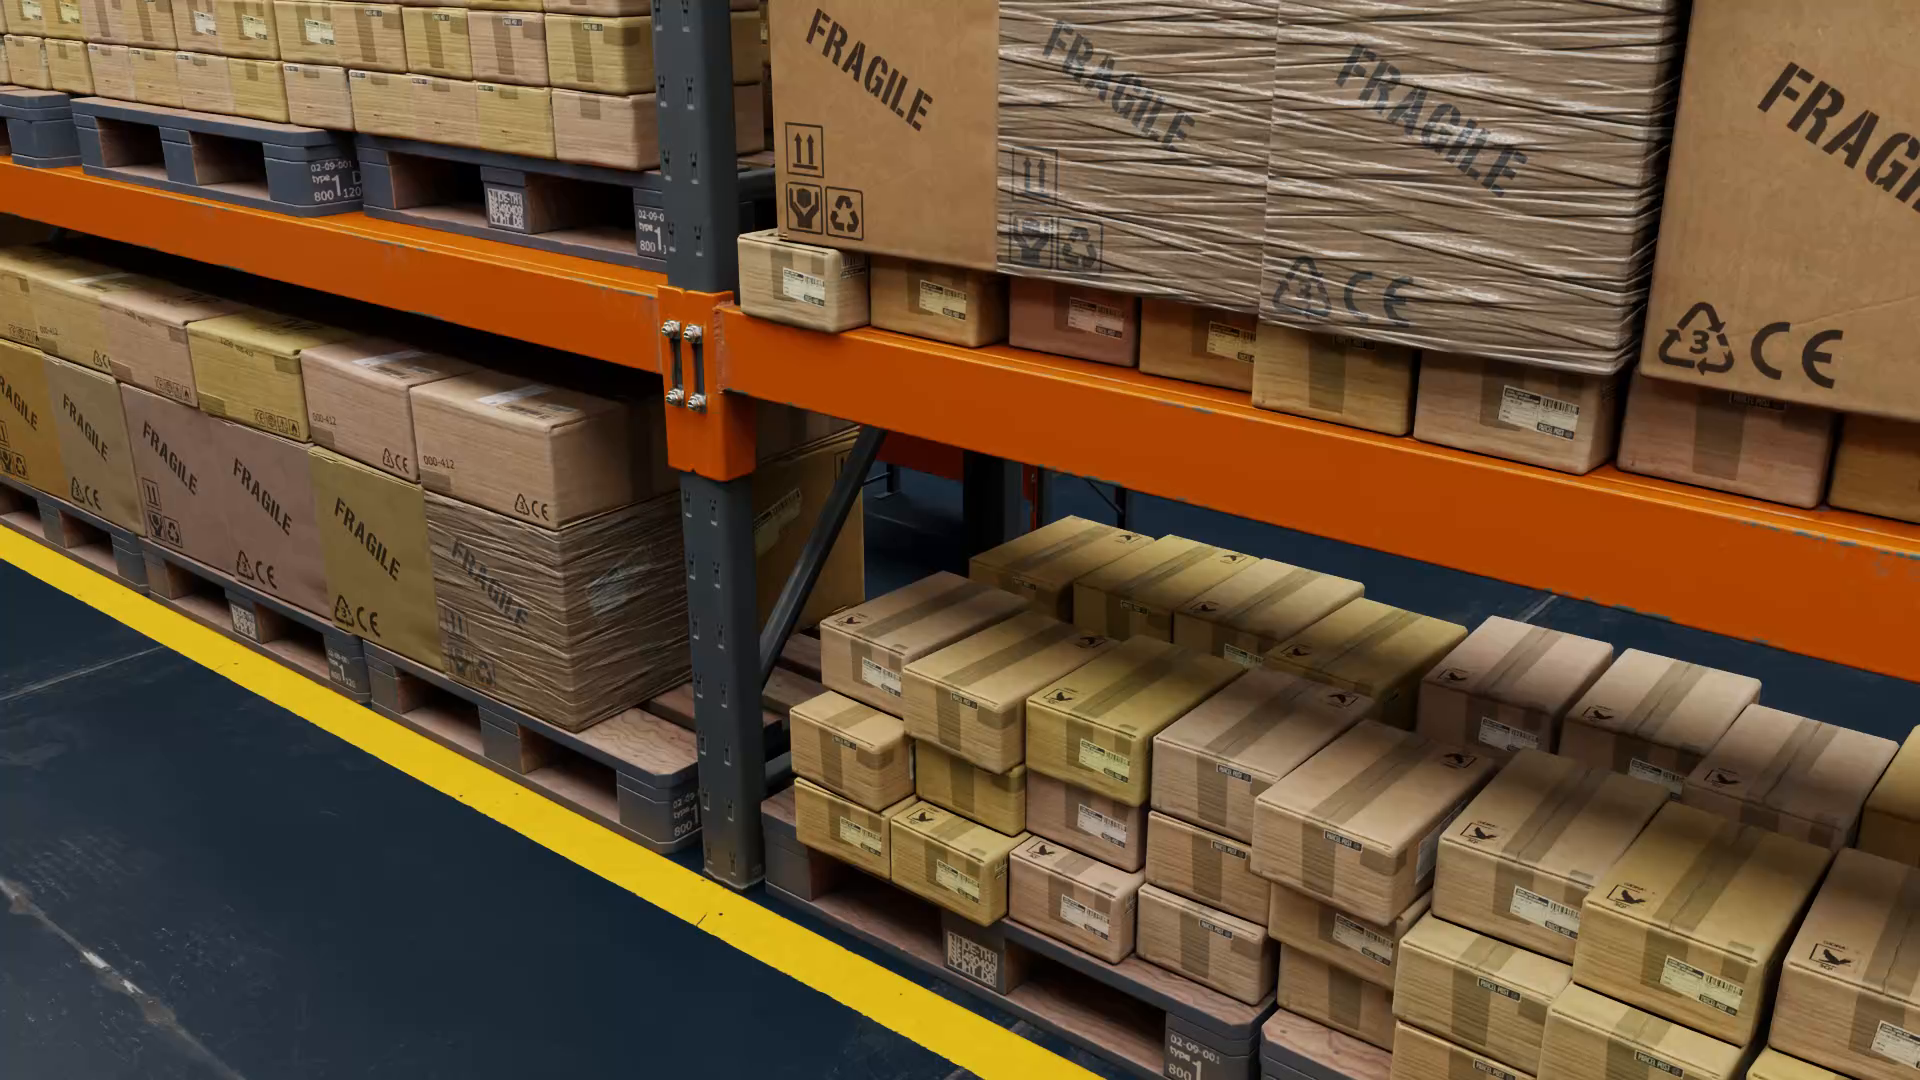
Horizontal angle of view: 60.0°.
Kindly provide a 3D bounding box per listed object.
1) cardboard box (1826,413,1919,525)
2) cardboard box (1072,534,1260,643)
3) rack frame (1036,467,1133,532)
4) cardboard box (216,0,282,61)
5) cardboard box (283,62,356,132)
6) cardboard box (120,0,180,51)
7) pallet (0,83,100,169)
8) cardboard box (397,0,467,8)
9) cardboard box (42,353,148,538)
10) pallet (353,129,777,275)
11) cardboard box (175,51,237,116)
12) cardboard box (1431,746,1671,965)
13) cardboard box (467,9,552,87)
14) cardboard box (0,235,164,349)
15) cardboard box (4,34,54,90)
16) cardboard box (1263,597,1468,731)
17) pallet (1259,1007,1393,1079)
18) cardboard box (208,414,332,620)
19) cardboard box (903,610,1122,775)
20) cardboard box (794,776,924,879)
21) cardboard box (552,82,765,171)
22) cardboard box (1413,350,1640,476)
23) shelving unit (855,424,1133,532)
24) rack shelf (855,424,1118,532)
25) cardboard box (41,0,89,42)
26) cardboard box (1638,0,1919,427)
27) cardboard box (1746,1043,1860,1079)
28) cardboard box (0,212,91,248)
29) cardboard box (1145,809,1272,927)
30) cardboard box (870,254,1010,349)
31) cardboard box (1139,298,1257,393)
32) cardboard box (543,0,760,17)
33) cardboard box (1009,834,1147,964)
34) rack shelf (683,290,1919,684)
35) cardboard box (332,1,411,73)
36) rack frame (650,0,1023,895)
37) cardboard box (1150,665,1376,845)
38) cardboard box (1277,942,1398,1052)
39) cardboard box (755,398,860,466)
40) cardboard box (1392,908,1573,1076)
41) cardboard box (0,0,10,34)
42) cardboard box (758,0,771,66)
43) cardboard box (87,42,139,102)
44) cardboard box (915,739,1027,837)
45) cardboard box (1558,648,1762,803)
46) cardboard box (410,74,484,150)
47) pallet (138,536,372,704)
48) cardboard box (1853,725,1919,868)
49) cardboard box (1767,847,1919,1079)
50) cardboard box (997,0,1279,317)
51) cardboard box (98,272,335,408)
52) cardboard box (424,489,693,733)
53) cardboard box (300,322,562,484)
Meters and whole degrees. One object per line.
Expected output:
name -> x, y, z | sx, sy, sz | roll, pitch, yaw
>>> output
cardboard box -> 1.304, -0.133, 2.125 | 0.250, 0.149, 0.380 | 17, 26, 37
cardboard box -> 0.458, 0.133, 3.668 | 0.250, 0.149, 0.380 | 16, 26, 37
rack frame -> 0.399, -0.411, 5.165 | 0.032, 1.125, 0.500 | 16, 26, 36
cardboard box -> -1.662, -1.327, 4.275 | 0.250, 0.149, 0.380 | 16, 26, 37
cardboard box -> -1.445, -1.125, 4.161 | 0.250, 0.149, 0.380 | 15, 25, 34
cardboard box -> -2.058, -1.442, 4.580 | 0.250, 0.149, 0.380 | 16, 26, 36
pallet -> -2.685, -1.454, 5.544 | 1.003, 0.211, 1.213 | 16, 26, 36
cardboard box -> -1.048, -1.292, 3.762 | 0.250, 0.149, 0.380 | 15, 25, 35
cardboard box -> -2.526, -0.361, 5.323 | 0.500, 0.500, 0.500 | 16, 26, 37
pallet -> -0.706, -0.901, 4.079 | 1.213, 0.211, 1.003 | 16, 26, 36
cardboard box -> -1.856, -1.244, 4.476 | 0.250, 0.149, 0.380 | 15, 25, 35
cardboard box -> 0.959, 0.502, 2.689 | 0.250, 0.149, 0.380 | 15, 25, 34
cardboard box -> -0.844, -1.092, 3.653 | 0.250, 0.149, 0.380 | 16, 26, 37
cardboard box -> -2.923, -0.831, 5.506 | 0.500, 0.250, 0.500 | 15, 25, 34
cardboard box -> -2.668, -1.477, 5.095 | 0.250, 0.149, 0.380 | 18, 27, 39
cardboard box -> 0.807, 0.265, 3.315 | 0.250, 0.149, 0.380 | 17, 27, 38
pallet -> 1.286, 0.936, 2.887 | 1.213, 0.211, 1.003 | 16, 26, 36
cardboard box -> -1.730, -0.134, 4.720 | 0.500, 0.500, 0.500 | 15, 26, 35
cardboard box -> 0.106, 0.289, 3.252 | 0.250, 0.149, 0.380 | 18, 27, 39
cardboard box -> -0.127, 0.526, 3.468 | 0.250, 0.149, 0.380 | 15, 25, 34
cardboard box -> -0.638, -0.894, 3.549 | 0.250, 0.149, 0.380 | 15, 26, 35
cardboard box -> 0.858, -0.230, 2.383 | 0.250, 0.149, 0.380 | 17, 27, 39
shelving unit -> 0.005, -0.525, 5.466 | 1.048, 1.125, 0.538 | 16, 26, 36
rack shelf -> 0.005, -0.296, 5.552 | 1.000, 0.278, 0.538 | 16, 26, 36
cardboard box -> -2.441, -1.554, 4.877 | 0.250, 0.149, 0.380 | 16, 26, 37
cardboard box -> 1.208, -0.445, 2.034 | 0.500, 0.500, 0.500 | 18, 27, 39
cardboard box -> 1.304, 0.780, 2.371 | 0.250, 0.149, 0.380 | 18, 27, 39
cardboard box -> -3.719, -0.978, 6.603 | 0.750, 0.750, 1.050 | 16, 26, 36
cardboard box -> 0.545, 0.523, 3.053 | 0.250, 0.149, 0.380 | 15, 25, 34
cardboard box -> 0.054, -0.473, 3.028 | 0.250, 0.149, 0.380 | 17, 27, 38
cardboard box -> 0.501, -0.366, 2.744 | 0.250, 0.149, 0.380 | 15, 25, 34
cardboard box -> -0.640, -1.174, 3.449 | 0.250, 0.149, 0.380 | 18, 27, 39
cardboard box -> 0.305, 0.626, 3.202 | 0.250, 0.149, 0.380 | 16, 26, 36
rack shelf -> 1.344, 0.002, 2.432 | 4.000, 0.370, 1.077 | 16, 26, 36
cardboard box -> -1.249, -1.208, 3.960 | 0.250, 0.149, 0.380 | 15, 25, 35
rack frame -> -0.206, -0.781, 3.488 | 0.127, 3.000, 1.000 | 16, 26, 36
cardboard box -> 0.550, 0.384, 3.000 | 0.250, 0.149, 0.380 | 15, 25, 35
cardboard box -> 0.764, 0.720, 2.954 | 0.250, 0.149, 0.380 | 15, 25, 34
cardboard box -> -0.611, -0.396, 4.351 | 0.500, 0.250, 0.500 | 15, 25, 34
cardboard box -> 0.898, 0.665, 2.678 | 0.250, 0.149, 0.380 | 16, 26, 36
cardboard box -> -2.846, -1.669, 5.182 | 0.250, 0.149, 0.380 | 18, 27, 39
cardboard box -> -0.422, -1.270, 4.124 | 0.250, 0.149, 0.380 | 15, 26, 35
cardboard box -> -2.251, -1.359, 4.781 | 0.250, 0.149, 0.380 | 17, 27, 38
cardboard box -> 0.126, 0.418, 3.333 | 0.250, 0.149, 0.380 | 16, 26, 37
cardboard box -> 1.291, 0.357, 3.072 | 0.250, 0.149, 0.380 | 15, 25, 34
cardboard box -> -1.032, -1.008, 3.852 | 0.250, 0.149, 0.380 | 16, 26, 36
pallet -> -1.759, 0.078, 5.161 | 1.213, 0.211, 1.003 | 16, 26, 36
cardboard box -> 1.670, 0.473, 2.766 | 0.250, 0.149, 0.380 | 17, 26, 37
cardboard box -> 1.346, 0.618, 2.380 | 0.250, 0.149, 0.380 | 15, 25, 35
cardboard box -> 0.407, -0.679, 2.654 | 0.500, 0.500, 0.500 | 16, 26, 36
cardboard box -> -2.155, -0.604, 4.903 | 0.500, 0.250, 0.500 | 16, 26, 37
cardboard box -> -0.938, 0.096, 4.110 | 0.500, 0.500, 0.500 | 15, 26, 35
cardboard box -> -1.332, -0.374, 4.294 | 0.500, 0.250, 0.500 | 18, 27, 39
